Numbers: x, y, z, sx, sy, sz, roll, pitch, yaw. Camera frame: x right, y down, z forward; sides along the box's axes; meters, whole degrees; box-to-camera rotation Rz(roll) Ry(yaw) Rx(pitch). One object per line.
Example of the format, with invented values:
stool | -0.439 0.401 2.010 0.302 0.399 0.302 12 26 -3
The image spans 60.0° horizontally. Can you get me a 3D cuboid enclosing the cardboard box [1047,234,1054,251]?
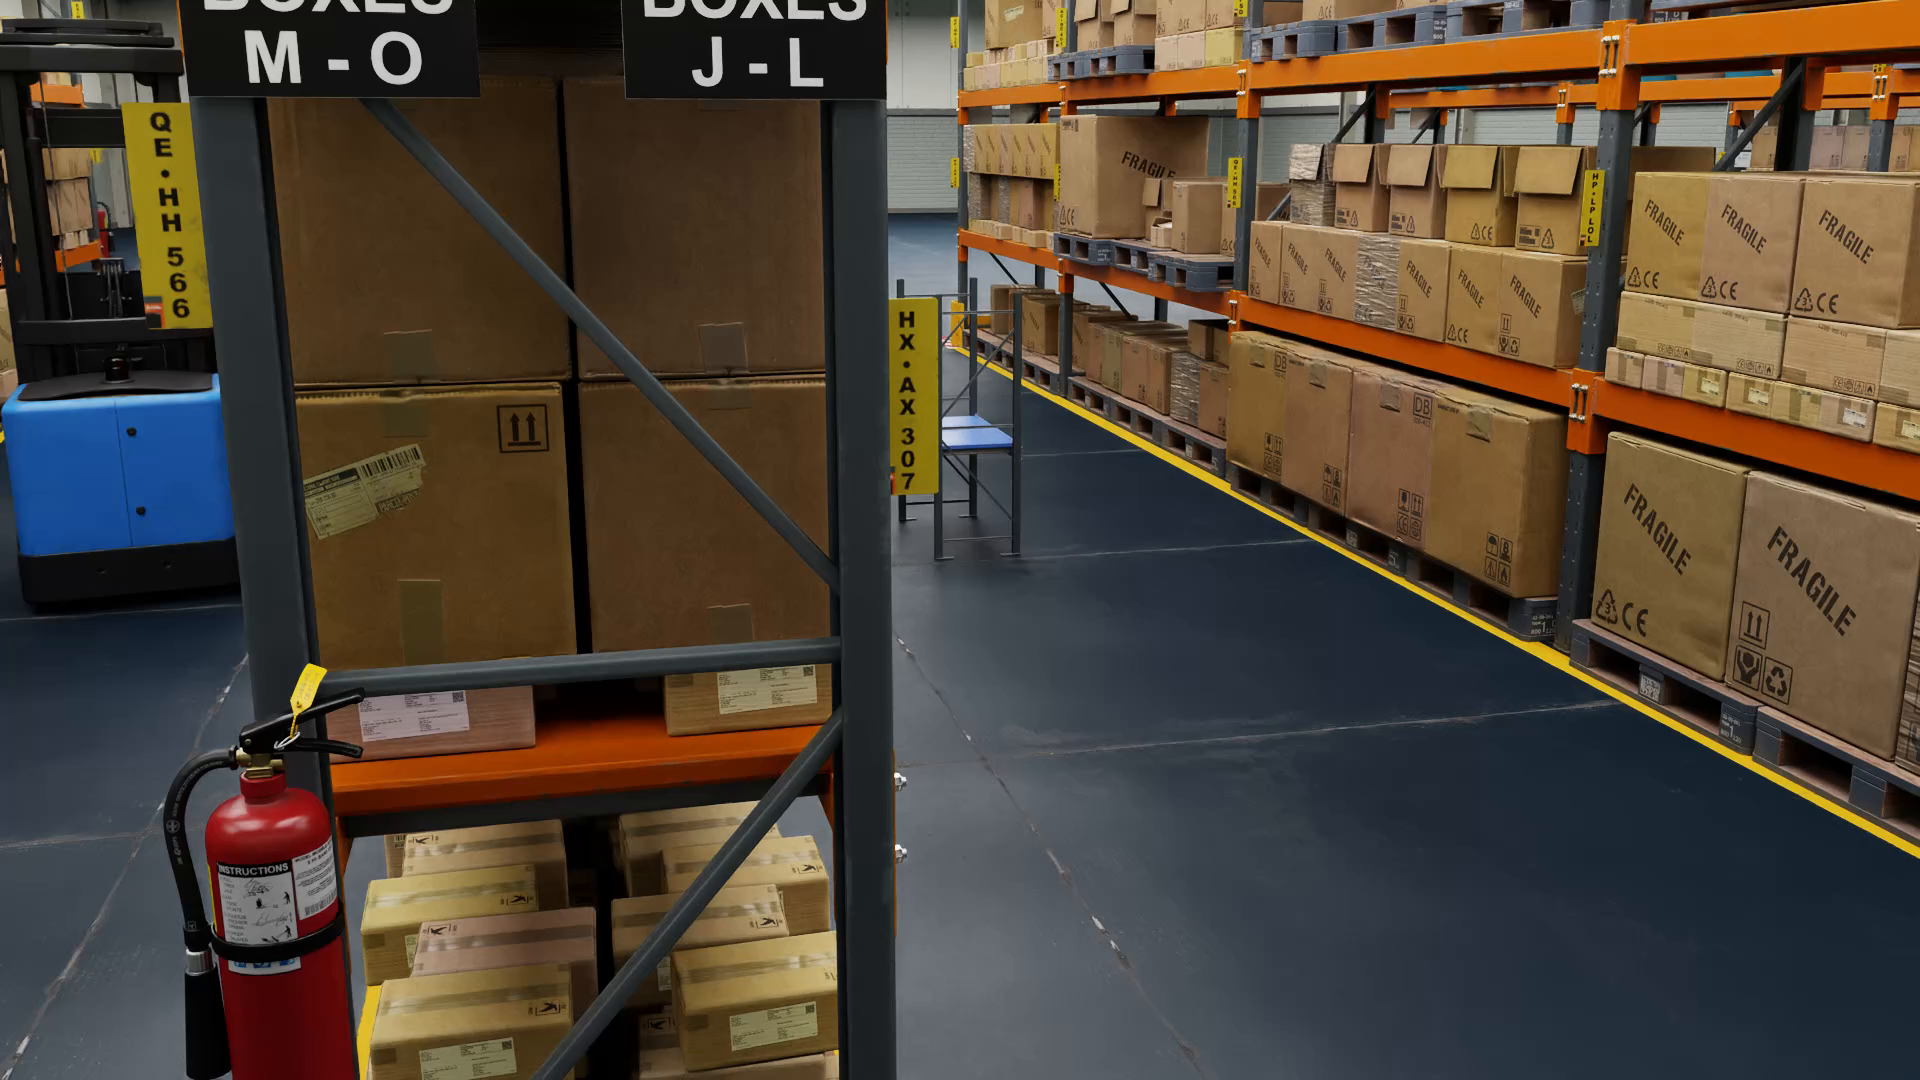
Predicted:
cardboard box | 1.028 -2.775 15.493 0.380 0.149 0.250 -3 14 -13

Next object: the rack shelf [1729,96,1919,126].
rack shelf | 10.575 -4.926 18.964 1.077 0.370 4.000 -3 14 -13

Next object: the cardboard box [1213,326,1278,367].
cardboard box | 2.167 -1.399 12.094 0.500 0.250 0.500 -3 14 -11

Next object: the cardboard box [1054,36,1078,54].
cardboard box | 1.057 -4.442 14.945 0.380 0.149 0.250 -3 14 -11

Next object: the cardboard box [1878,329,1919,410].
cardboard box | 3.496 -0.560 5.588 0.500 0.250 0.500 -3 14 -13

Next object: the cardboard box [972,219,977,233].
cardboard box | 0.350 -3.468 18.332 0.380 0.149 0.250 -3 14 -13

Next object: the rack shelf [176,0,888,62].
rack shelf | -1.082 -1.353 4.340 1.077 0.370 4.000 -3 14 -13

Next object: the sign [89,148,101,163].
sign | -8.614 -3.918 16.538 0.100 0.325 0.005 -3 14 -13

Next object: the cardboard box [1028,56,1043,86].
cardboard box | 0.941 -4.401 15.618 0.500 0.250 0.500 -3 14 -12

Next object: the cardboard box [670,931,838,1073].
cardboard box | -0.405 0.968 3.512 0.380 0.149 0.250 -4 14 -16

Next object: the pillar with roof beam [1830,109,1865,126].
pillar with roof beam | 10.331 -8.502 25.765 9.100 9.000 0.400 -3 14 -13

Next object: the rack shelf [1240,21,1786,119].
rack shelf | 2.823 -2.529 9.153 1.077 0.370 4.000 -3 14 -13

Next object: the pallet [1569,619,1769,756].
pallet | 3.396 0.575 7.130 1.003 0.211 1.213 -3 14 -13

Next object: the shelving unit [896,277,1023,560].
shelving unit | -0.020 -0.748 9.830 0.538 1.500 1.048 -3 14 -13

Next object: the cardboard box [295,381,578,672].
cardboard box | -0.968 -0.066 3.041 0.500 0.500 0.500 -3 14 -12

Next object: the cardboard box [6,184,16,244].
cardboard box | -8.297 -2.794 14.206 0.500 0.500 0.500 -3 14 -14

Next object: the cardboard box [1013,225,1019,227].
cardboard box | 0.756 -3.125 16.929 0.380 0.149 0.250 -3 14 -13

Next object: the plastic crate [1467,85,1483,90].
plastic crate | 5.459 -4.758 17.318 0.243 0.136 0.396 -3 14 -13

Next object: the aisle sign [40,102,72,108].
aisle sign | -8.891 -4.469 16.422 0.394 0.787 0.004 -3 14 -13

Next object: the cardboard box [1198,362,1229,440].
cardboard box | 2.177 -1.035 12.185 0.700 0.500 0.500 -4 14 -16

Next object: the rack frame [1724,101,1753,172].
rack frame | 10.105 -4.279 21.123 1.000 3.000 0.127 -3 14 -13

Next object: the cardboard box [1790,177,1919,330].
cardboard box | 3.392 -1.037 5.961 0.500 0.500 0.500 -4 14 -15

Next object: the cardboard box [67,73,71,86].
cardboard box | -8.802 -4.444 16.006 0.380 0.149 0.250 -3 14 -13

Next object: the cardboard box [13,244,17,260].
cardboard box | -8.300 -2.455 14.186 0.380 0.149 0.250 -3 14 -13

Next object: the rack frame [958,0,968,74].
rack frame | 0.475 -6.642 18.155 1.000 3.000 0.127 -3 14 -13

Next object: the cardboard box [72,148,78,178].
cardboard box | -8.714 -3.632 15.528 0.700 0.500 0.500 -3 14 -13

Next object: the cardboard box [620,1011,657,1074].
cardboard box | -0.630 1.146 4.040 0.380 0.149 0.250 -3 14 -13

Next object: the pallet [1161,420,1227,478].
pallet | 2.171 -0.708 12.382 1.003 0.211 1.213 -3 14 -13

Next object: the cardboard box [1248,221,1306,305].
cardboard box | 2.203 -1.804 10.780 0.500 0.500 0.500 -3 14 -12

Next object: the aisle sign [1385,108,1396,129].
aisle sign | 4.988 -5.267 19.689 0.394 0.787 0.004 -3 14 -13

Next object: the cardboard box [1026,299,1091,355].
cardboard box | 0.995 -2.160 16.831 0.500 0.500 0.500 -5 14 -18

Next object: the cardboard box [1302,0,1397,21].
cardboard box | 2.567 -3.457 10.335 0.797 0.503 0.637 -2 14 -10

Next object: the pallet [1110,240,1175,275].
pallet | 1.849 -2.244 13.195 1.003 0.211 1.213 -3 14 -13

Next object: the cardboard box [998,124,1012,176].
cardboard box | 0.692 -3.919 16.703 0.500 0.500 0.500 -3 14 -13

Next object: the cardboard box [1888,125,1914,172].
cardboard box | 10.697 -4.370 18.548 0.700 0.500 0.500 -3 14 -13

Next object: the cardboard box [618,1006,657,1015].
cardboard box | -0.639 0.999 4.011 0.380 0.149 0.250 -3 14 -12

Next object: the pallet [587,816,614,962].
pallet | -1.070 1.083 5.050 1.003 0.211 1.213 -3 14 -13

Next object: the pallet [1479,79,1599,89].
pallet | 5.964 -4.608 16.545 1.213 0.211 1.003 -3 14 -13

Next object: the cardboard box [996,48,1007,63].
cardboard box | 0.587 -4.928 16.932 0.380 0.149 0.250 -4 14 -16

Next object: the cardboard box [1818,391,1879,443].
cardboard box | 3.344 -0.452 5.986 0.380 0.149 0.250 -3 14 -13

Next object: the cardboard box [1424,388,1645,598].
cardboard box | 3.123 -0.278 8.338 1.225 0.875 0.875 -3 14 -13

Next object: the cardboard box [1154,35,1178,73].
cardboard box | 1.759 -3.593 12.307 0.500 0.250 0.500 -3 14 -12

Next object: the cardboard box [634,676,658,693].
cardboard box | -0.470 0.189 3.364 0.380 0.149 0.250 -3 14 -11

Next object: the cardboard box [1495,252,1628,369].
cardboard box | 2.918 -1.101 7.903 0.500 0.500 0.500 -3 14 -13

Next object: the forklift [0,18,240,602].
forklift | -4.807 -1.411 9.527 1.130 2.935 3.031 -6 15 -23

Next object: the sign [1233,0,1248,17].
sign | 1.826 -3.561 10.773 0.100 0.325 0.005 -3 14 -13

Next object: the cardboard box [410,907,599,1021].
cardboard box | -0.986 0.939 3.633 0.380 0.149 0.250 -3 14 -12

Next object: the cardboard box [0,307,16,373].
cardboard box | -8.095 -1.637 13.635 0.500 0.500 0.500 -3 14 -11

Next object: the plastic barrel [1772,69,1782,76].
plastic barrel | 6.642 -3.829 13.250 0.301 0.262 0.301 0 14 0

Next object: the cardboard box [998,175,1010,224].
cardboard box | 0.887 -3.566 17.367 0.875 0.500 0.500 -3 14 -13
